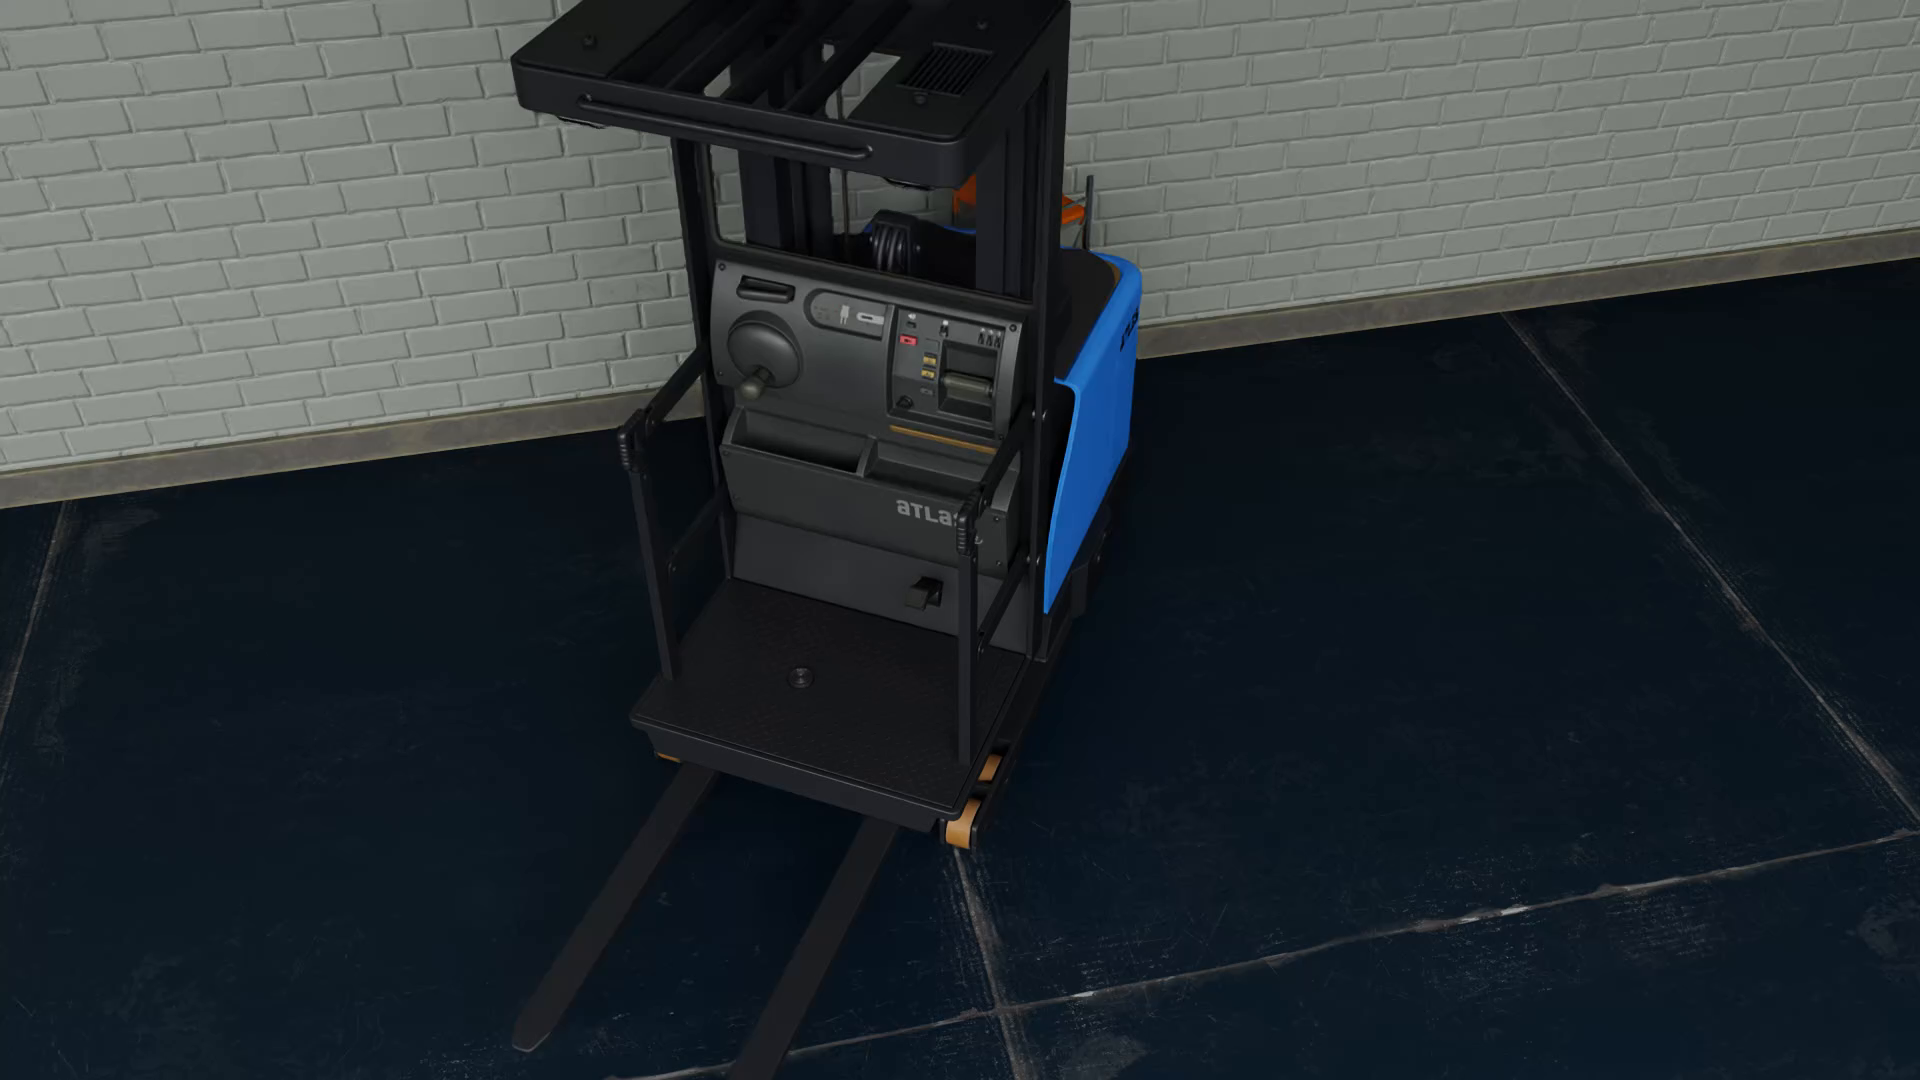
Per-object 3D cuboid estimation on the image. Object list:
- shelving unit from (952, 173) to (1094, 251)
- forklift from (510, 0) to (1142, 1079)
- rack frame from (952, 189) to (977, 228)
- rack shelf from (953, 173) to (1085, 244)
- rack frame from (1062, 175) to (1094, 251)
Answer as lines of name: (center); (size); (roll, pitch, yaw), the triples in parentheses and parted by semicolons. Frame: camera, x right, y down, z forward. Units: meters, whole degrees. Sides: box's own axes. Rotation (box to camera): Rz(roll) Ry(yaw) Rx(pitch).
shelving unit: (0.223, -0.921, 6.383); (0.258, 1.200, 0.503); (-28, 49, -28)
forklift: (-0.349, -0.454, 4.553); (1.130, 2.935, 3.031); (14, 43, 15)
rack frame: (0.069, -1.046, 6.525); (0.240, 1.200, 0.015); (-28, 49, -28)
rack shelf: (0.223, -1.214, 6.122); (0.258, 0.148, 0.480); (-28, 49, -28)
rack frame: (0.377, -0.795, 6.242); (0.240, 1.200, 0.015); (-28, 49, -28)
